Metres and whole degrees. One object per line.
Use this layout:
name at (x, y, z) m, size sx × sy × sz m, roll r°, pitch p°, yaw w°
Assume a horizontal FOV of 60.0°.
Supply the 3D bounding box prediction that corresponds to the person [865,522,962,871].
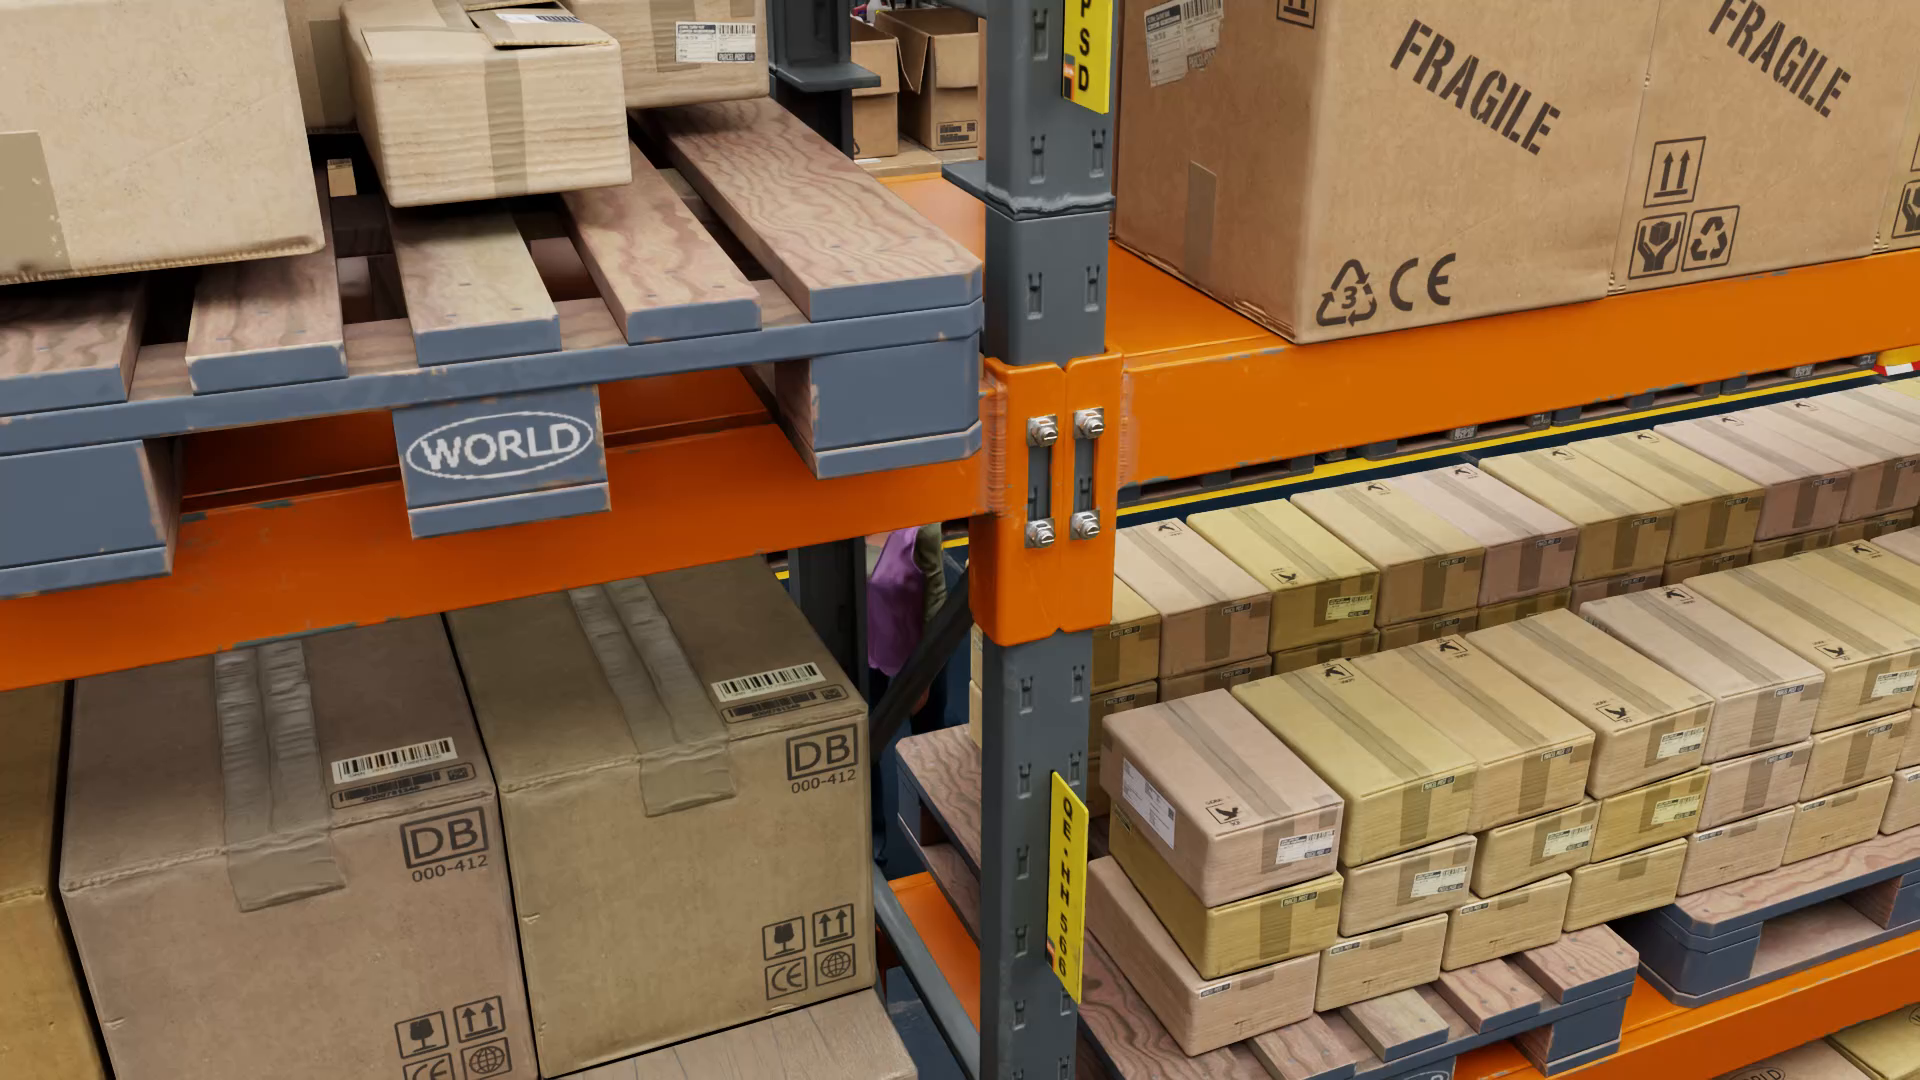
person at (-0.200, 0.350, 5.411) m, size 0.383 × 1.557 × 0.928 m, roll 7°, pitch 27°, yaw 14°
